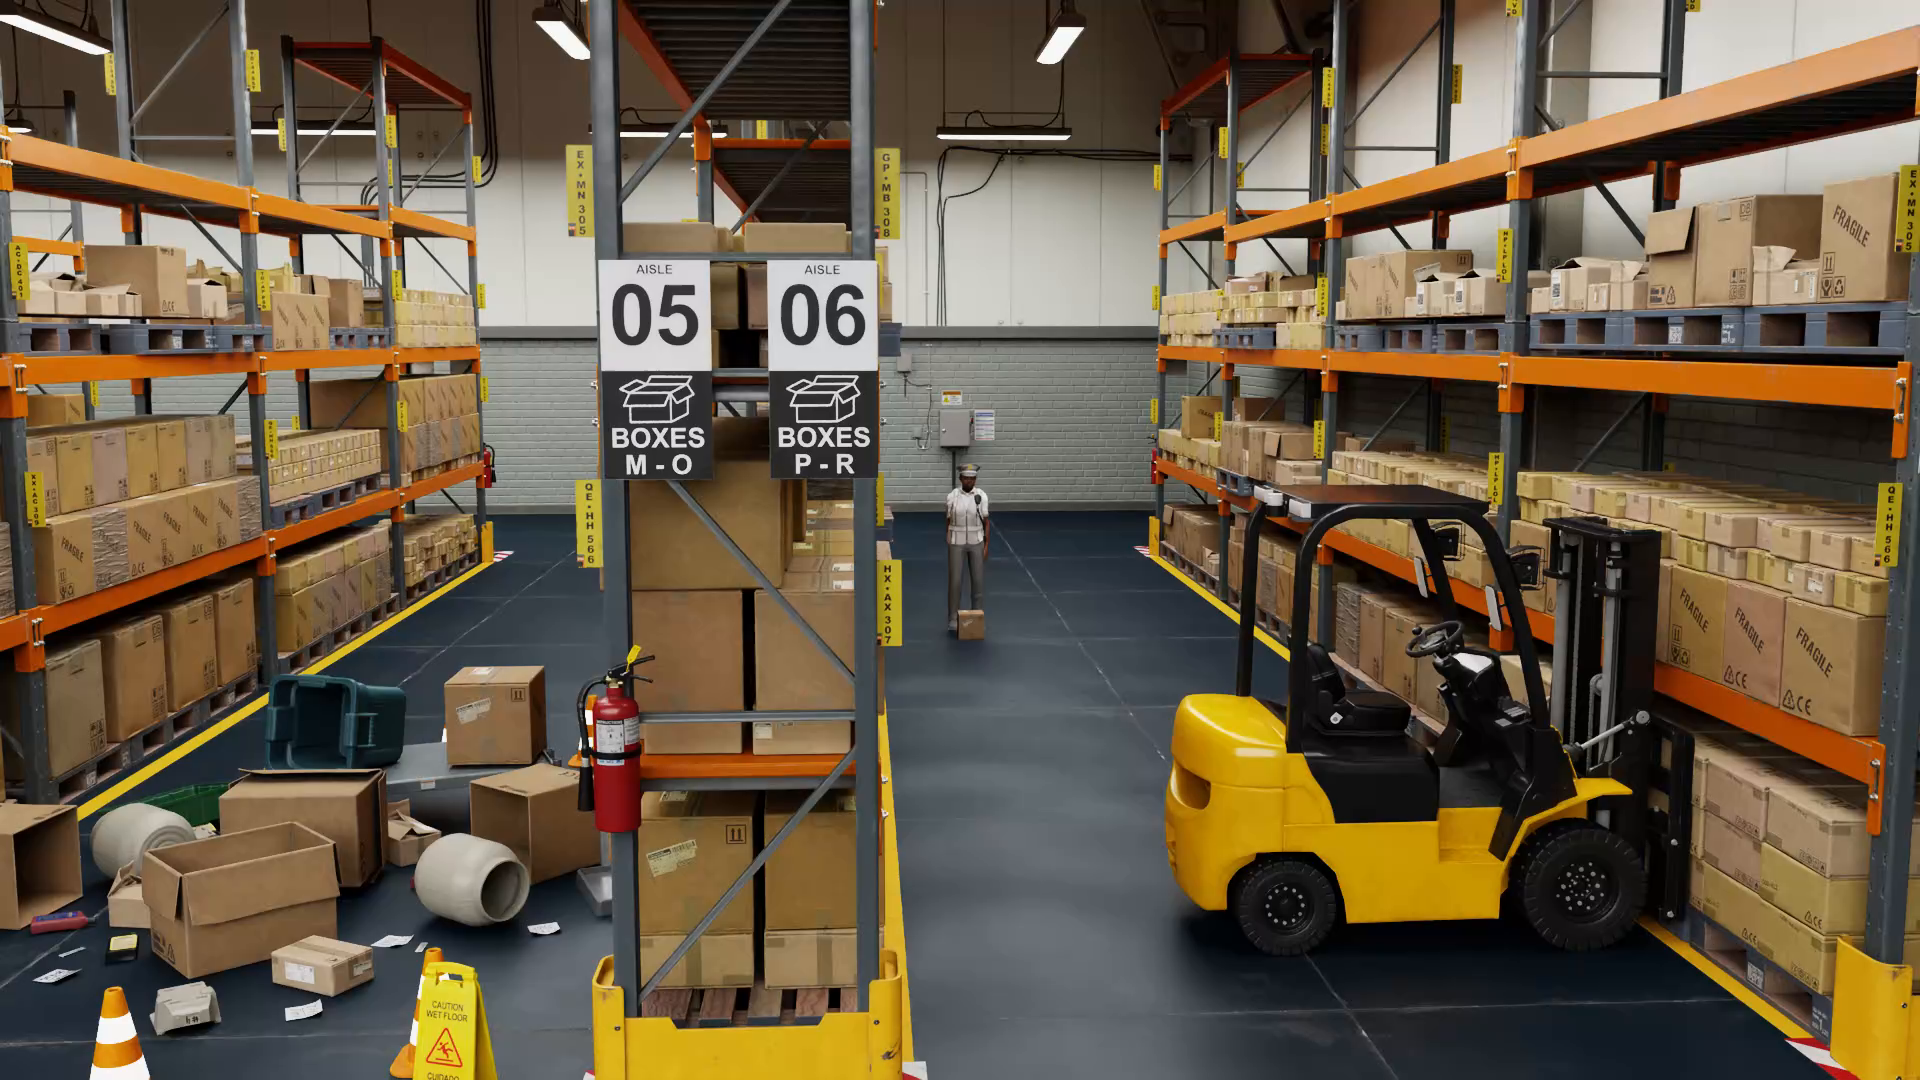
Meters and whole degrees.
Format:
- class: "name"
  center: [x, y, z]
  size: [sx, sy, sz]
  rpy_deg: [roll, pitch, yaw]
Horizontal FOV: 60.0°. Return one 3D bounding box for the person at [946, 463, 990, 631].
- class: "person"
  center: [0.081, 0.065, 16.662]
  size: [0.437, 1.682, 0.340]
  rpy_deg: [0, 7, -2]
